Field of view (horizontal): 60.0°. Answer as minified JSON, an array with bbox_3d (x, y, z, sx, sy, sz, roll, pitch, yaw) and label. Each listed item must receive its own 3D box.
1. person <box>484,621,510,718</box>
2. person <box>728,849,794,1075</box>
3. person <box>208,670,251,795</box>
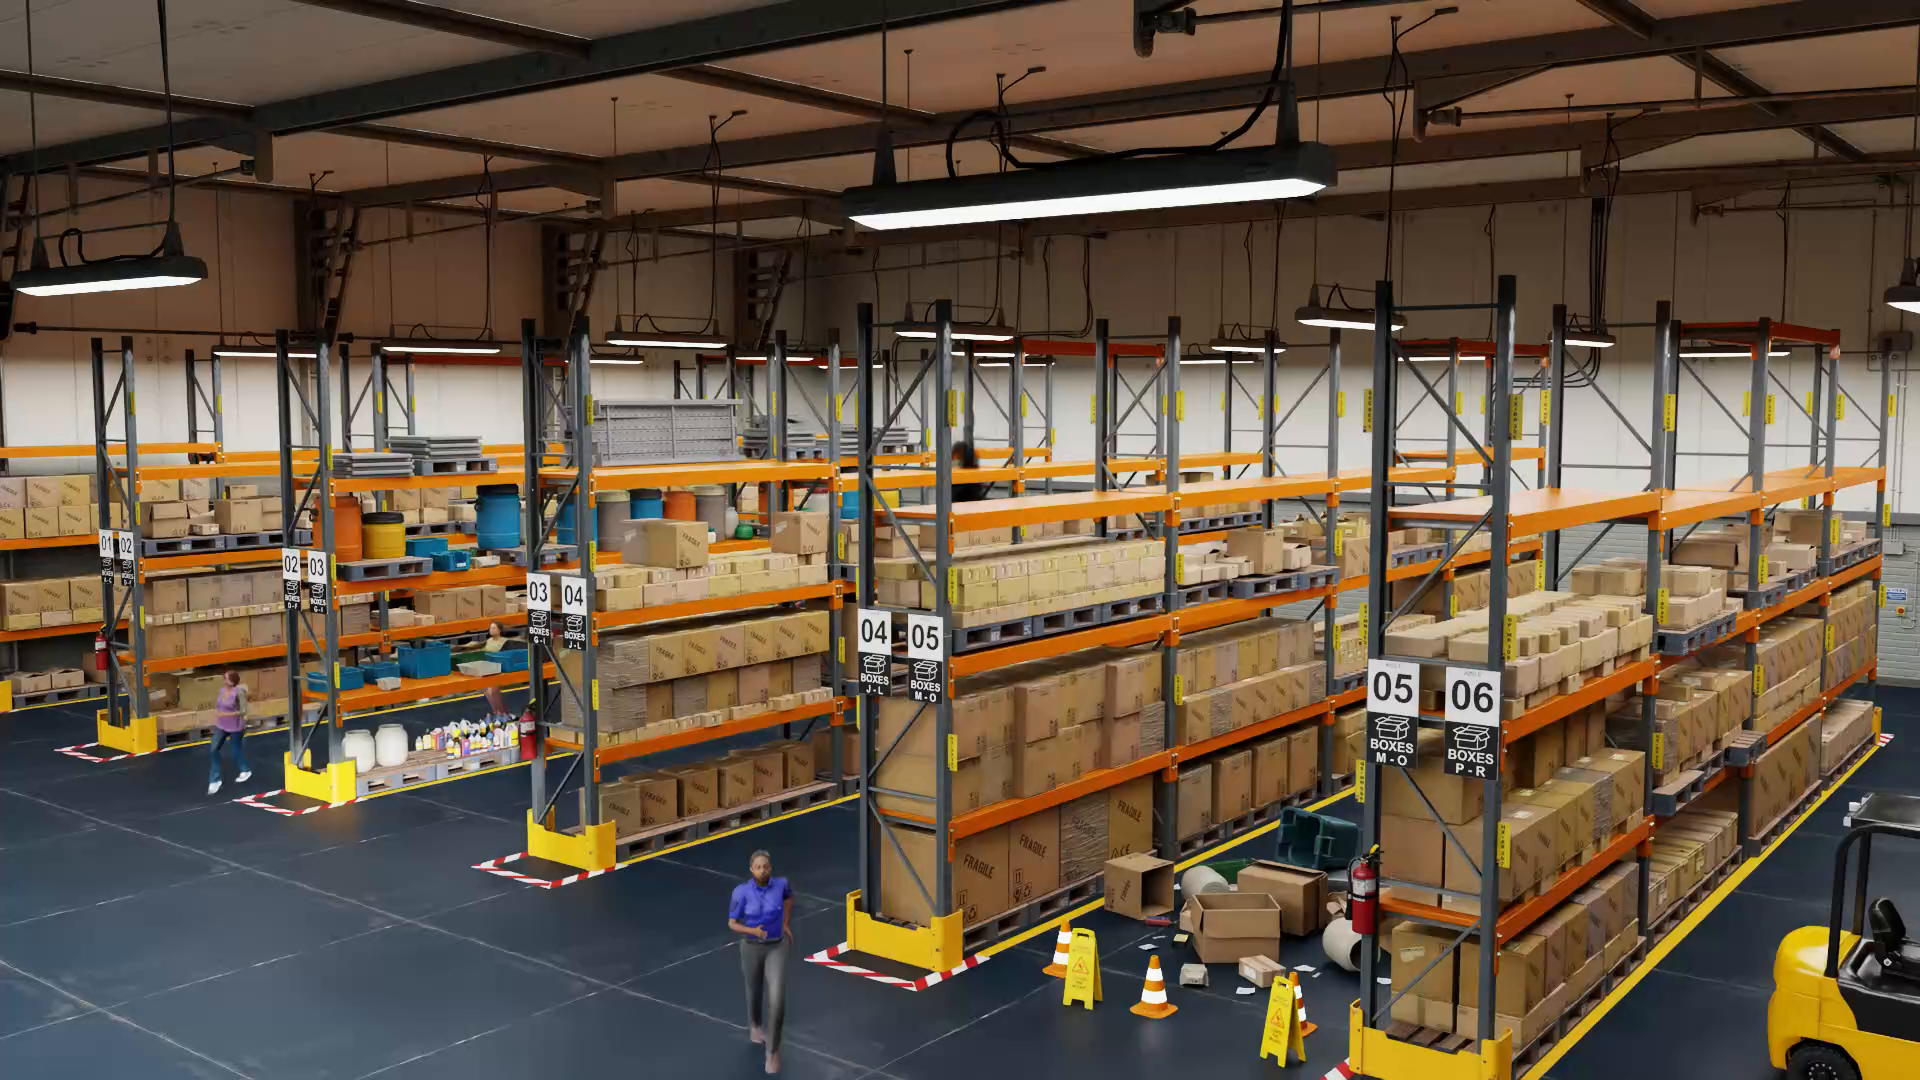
[{"bbox_3d":[-7.214,2.101,25.833,0.561,1.659,0.620,3,6,30],"label":"person"},{"bbox_3d":[-1.539,3.228,12.926,0.510,1.714,0.810,-1,5,-7],"label":"person"},{"bbox_3d":[-9.508,2.448,21.798,0.534,1.542,0.705,1,5,14],"label":"person"}]
